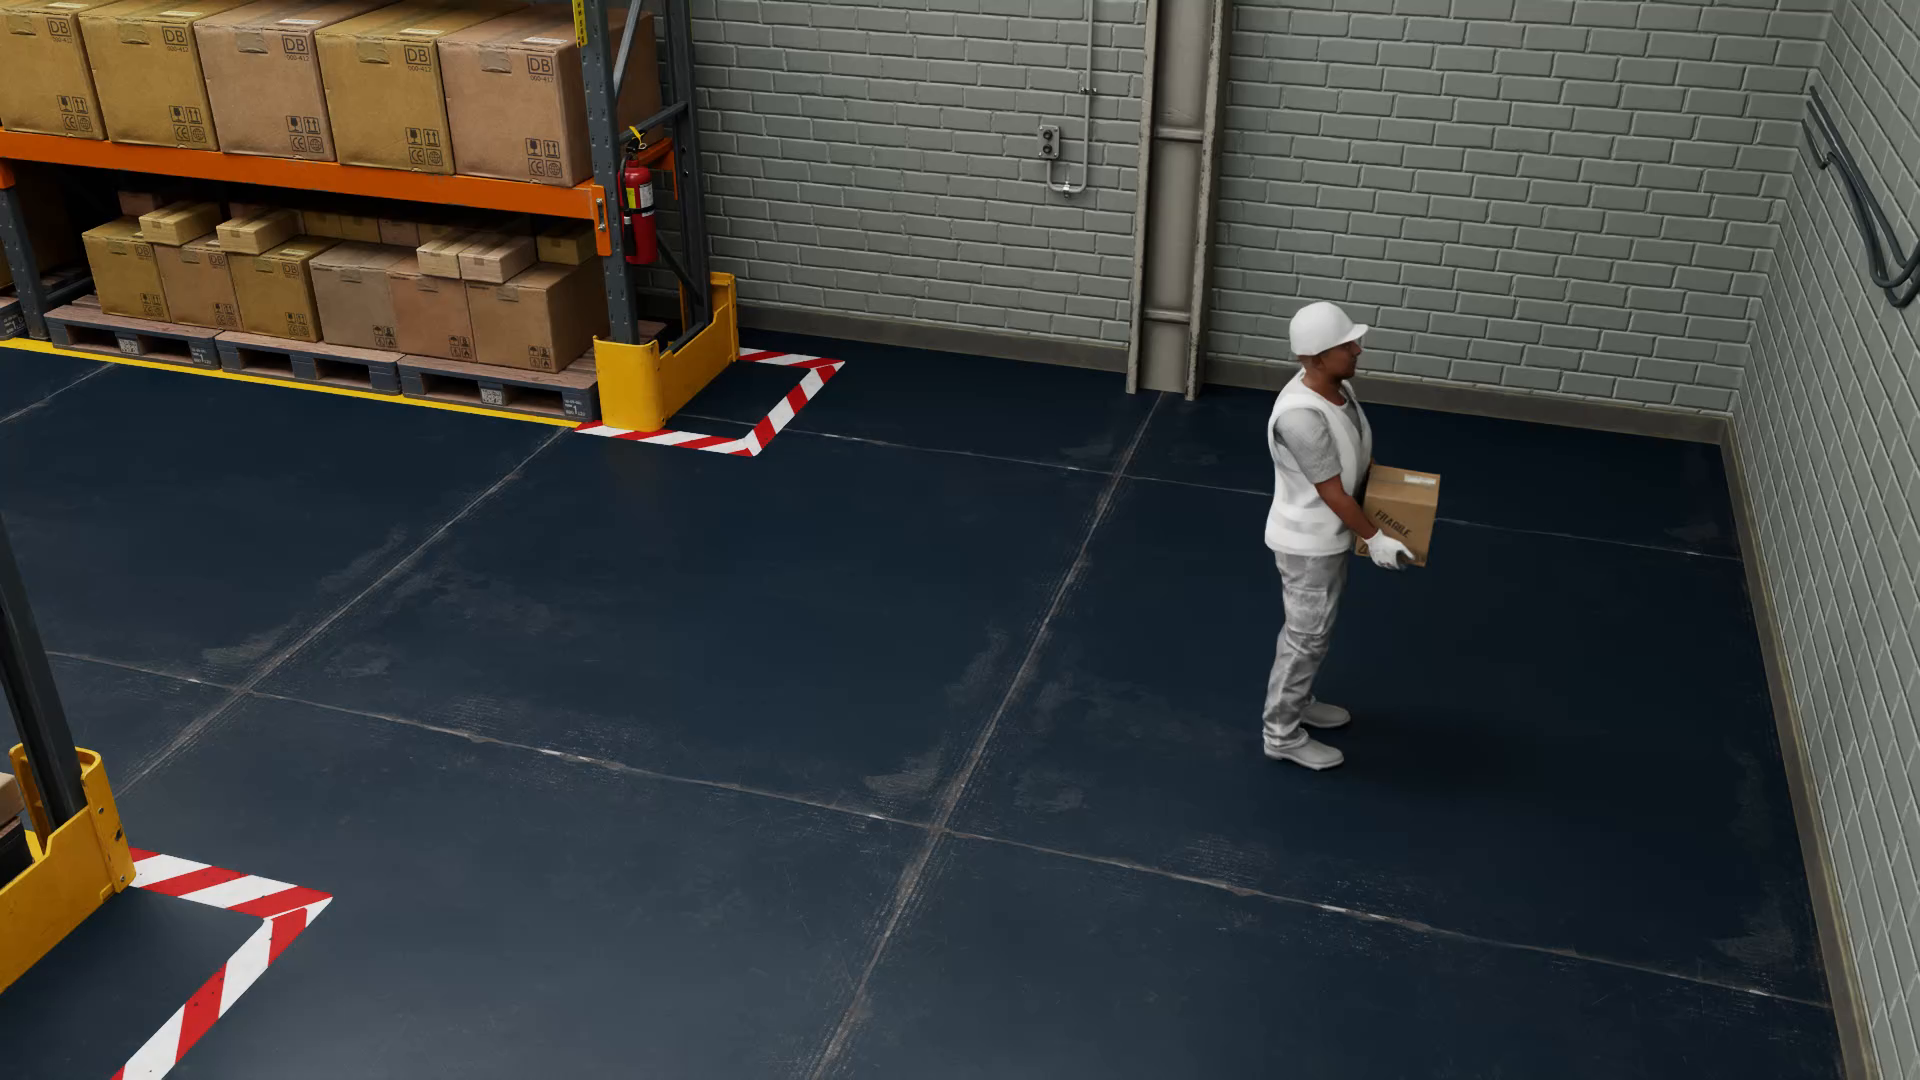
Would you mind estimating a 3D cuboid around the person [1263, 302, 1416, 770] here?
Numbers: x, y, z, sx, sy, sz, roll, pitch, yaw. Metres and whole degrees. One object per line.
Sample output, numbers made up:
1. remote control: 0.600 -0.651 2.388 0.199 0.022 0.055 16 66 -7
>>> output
1. person: 1.399 0.000 6.105 0.572 1.784 0.497 11 31 19
